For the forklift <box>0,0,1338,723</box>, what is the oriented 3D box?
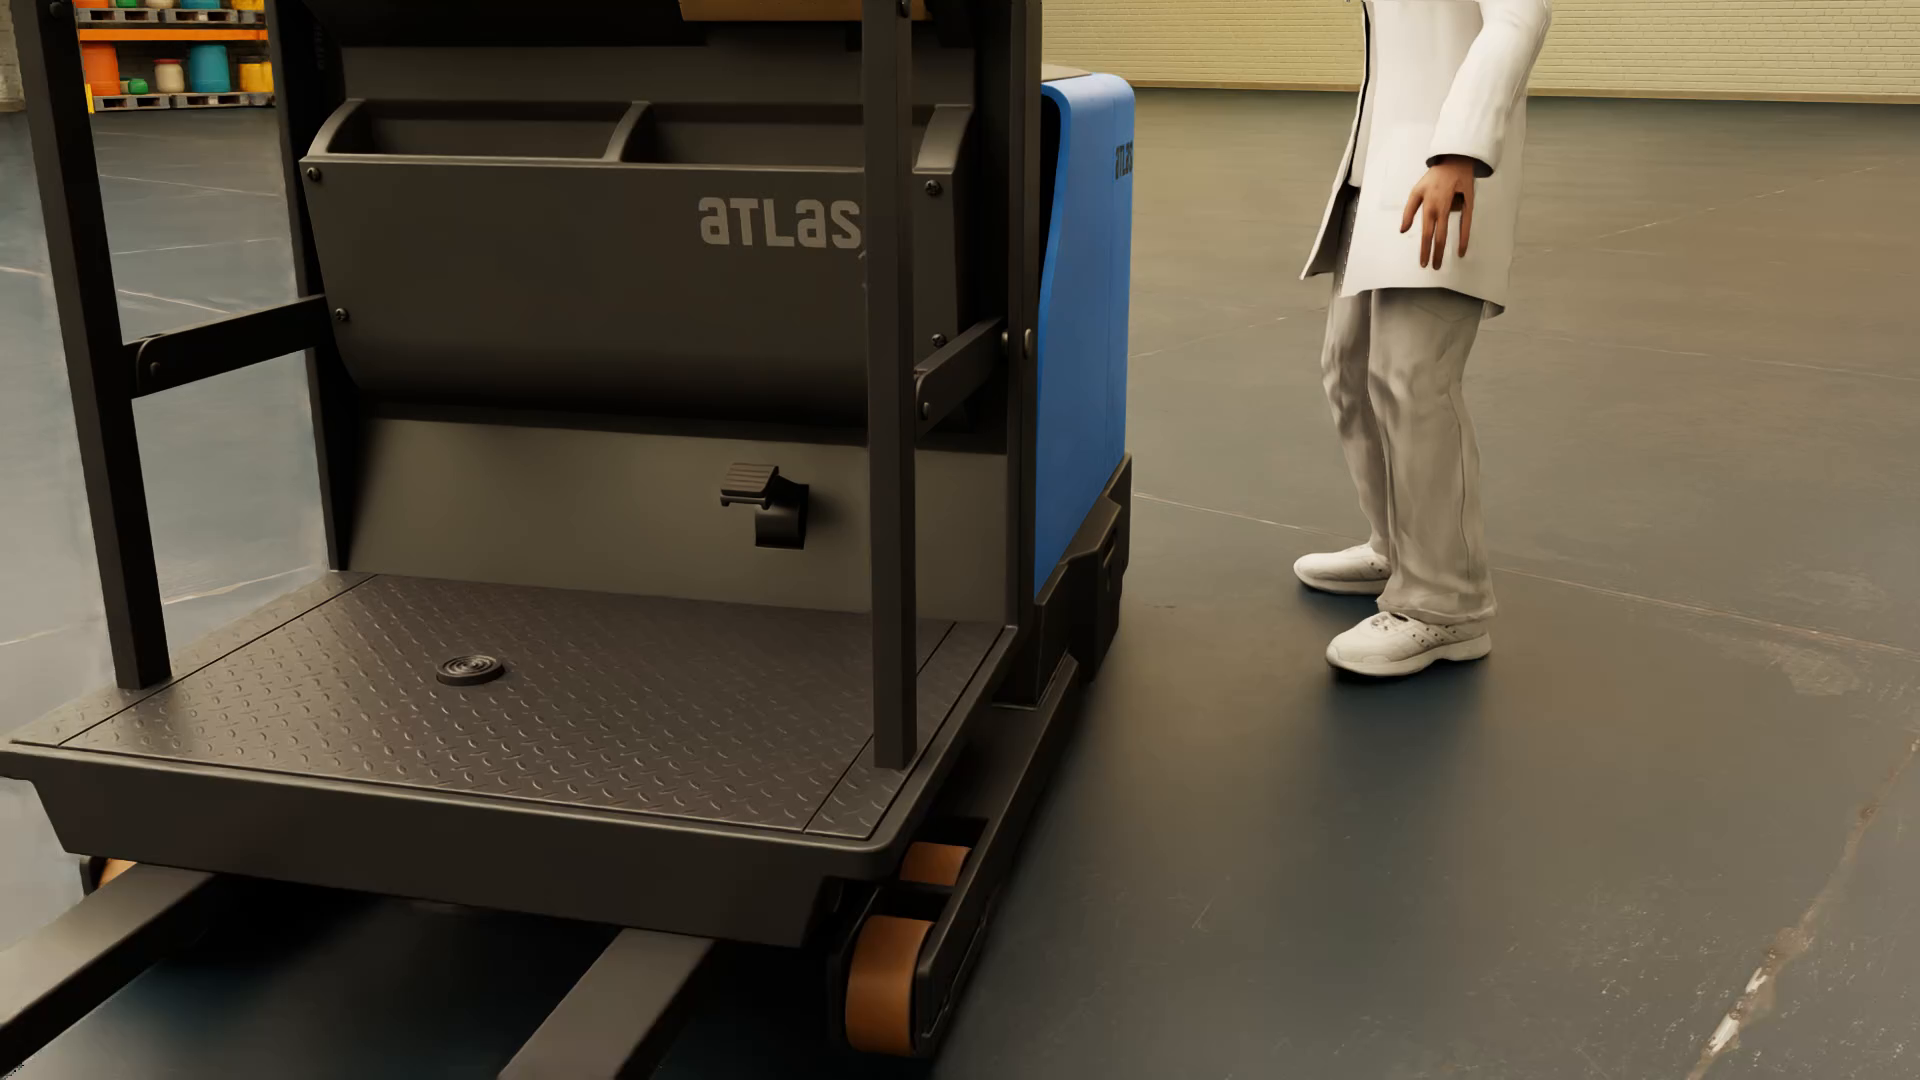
[{"bbox_3d":[-0.553,-1.286,3.134,3.031,2.935,1.130,-14,22,-39],"label":"forklift"}]
